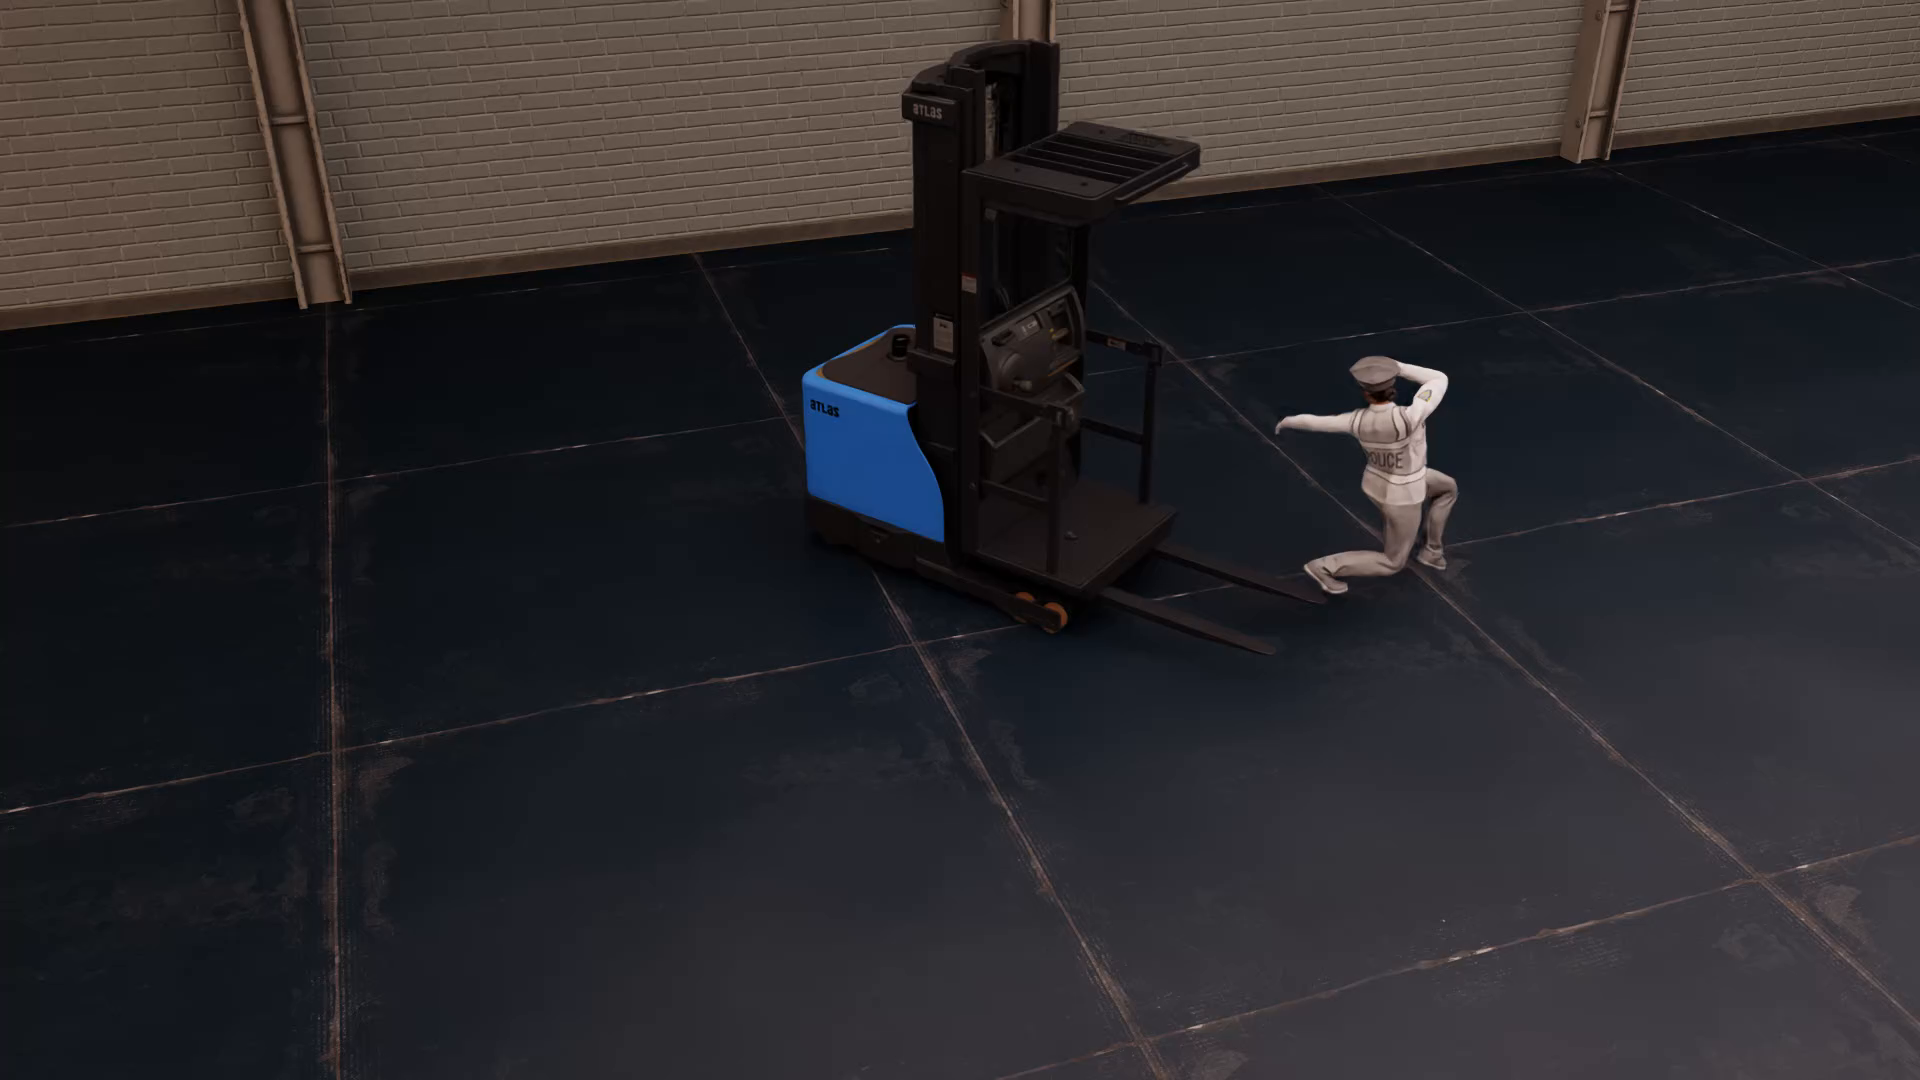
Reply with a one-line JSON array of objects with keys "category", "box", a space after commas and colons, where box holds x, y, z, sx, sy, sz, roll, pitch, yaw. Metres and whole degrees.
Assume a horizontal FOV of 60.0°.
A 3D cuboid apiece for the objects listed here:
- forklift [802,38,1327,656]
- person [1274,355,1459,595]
[{"category": "forklift", "box": [0.571, -1.060, 8.929, 3.031, 2.935, 1.130, 20, 35, 30]}, {"category": "person", "box": [2.302, -0.448, 9.315, 0.928, 1.368, 0.890, -12, 32, -21]}]
